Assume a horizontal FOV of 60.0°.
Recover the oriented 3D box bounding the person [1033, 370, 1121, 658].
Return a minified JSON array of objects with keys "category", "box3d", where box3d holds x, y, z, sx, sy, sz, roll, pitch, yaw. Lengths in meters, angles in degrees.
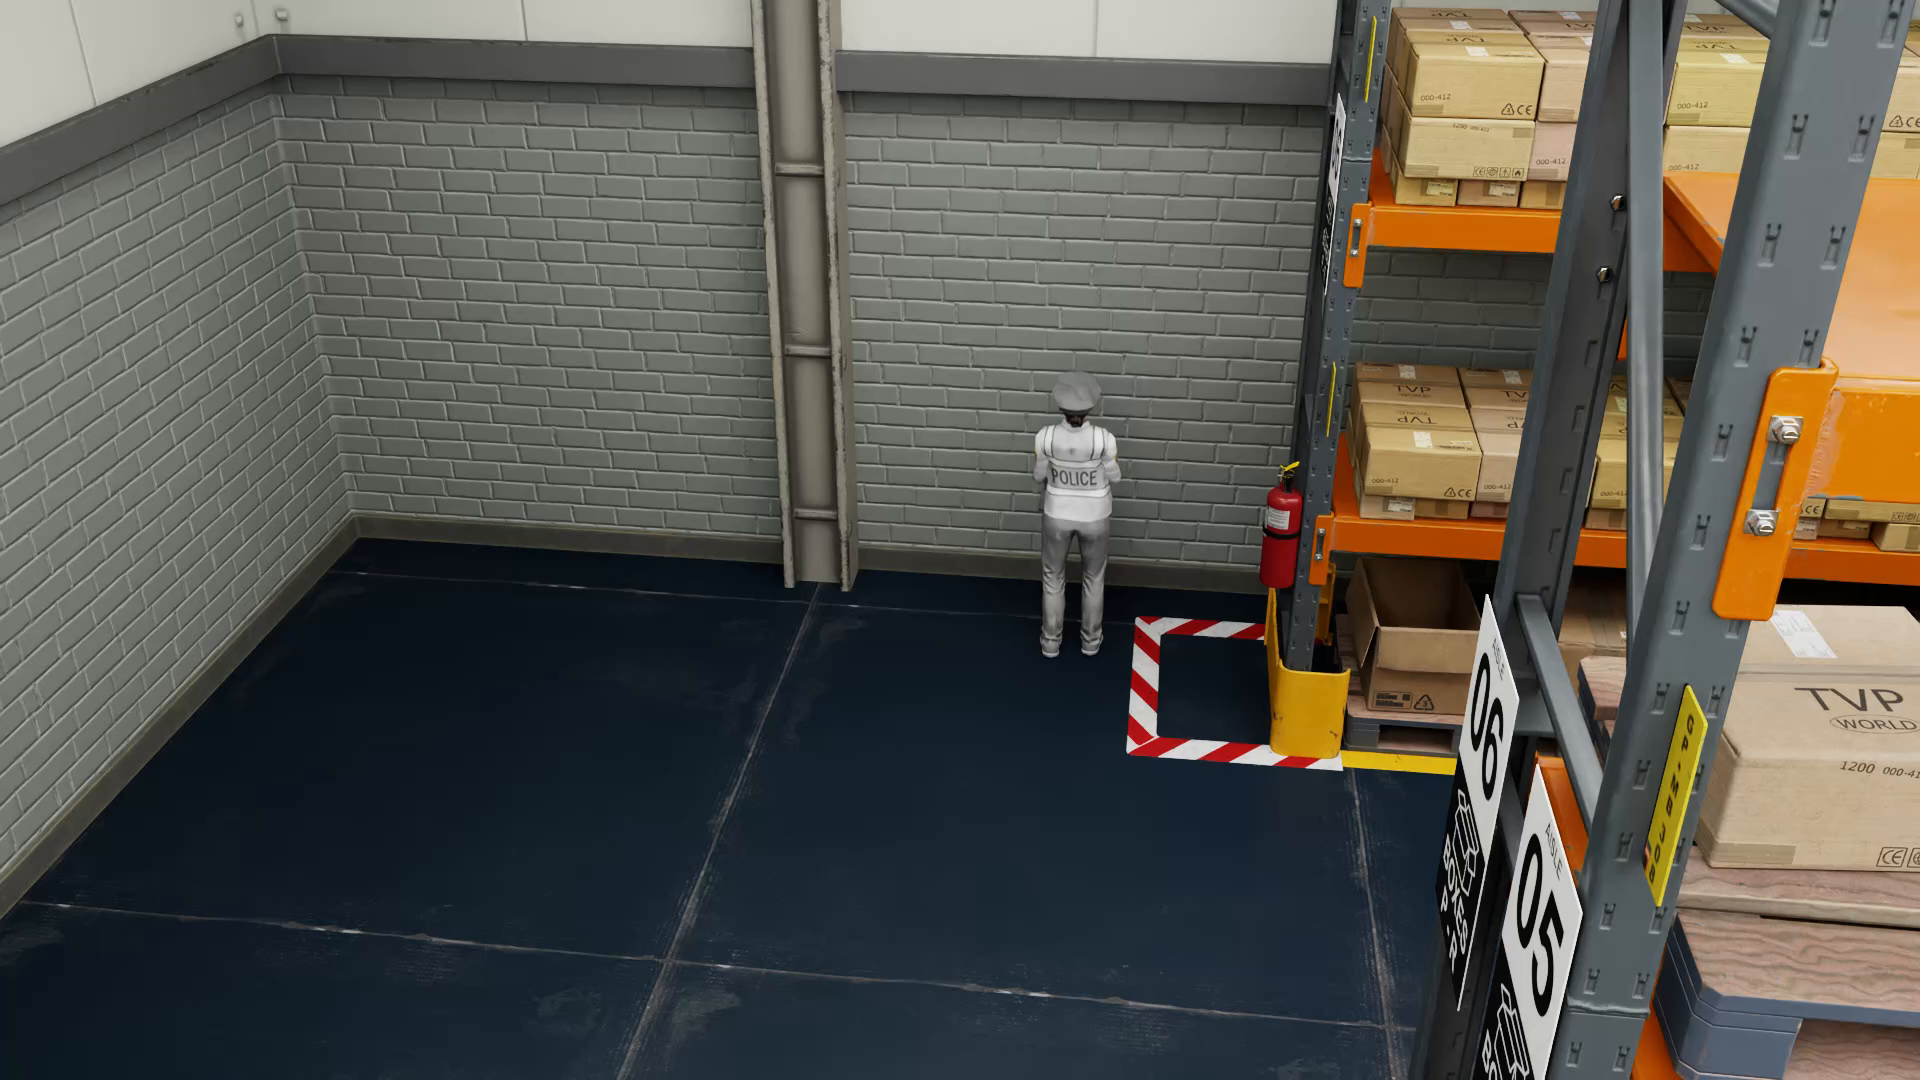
[{"category":"person","box3d":[0.617,-0.155,8.879,0.461,1.687,0.562,3,29,6]}]
